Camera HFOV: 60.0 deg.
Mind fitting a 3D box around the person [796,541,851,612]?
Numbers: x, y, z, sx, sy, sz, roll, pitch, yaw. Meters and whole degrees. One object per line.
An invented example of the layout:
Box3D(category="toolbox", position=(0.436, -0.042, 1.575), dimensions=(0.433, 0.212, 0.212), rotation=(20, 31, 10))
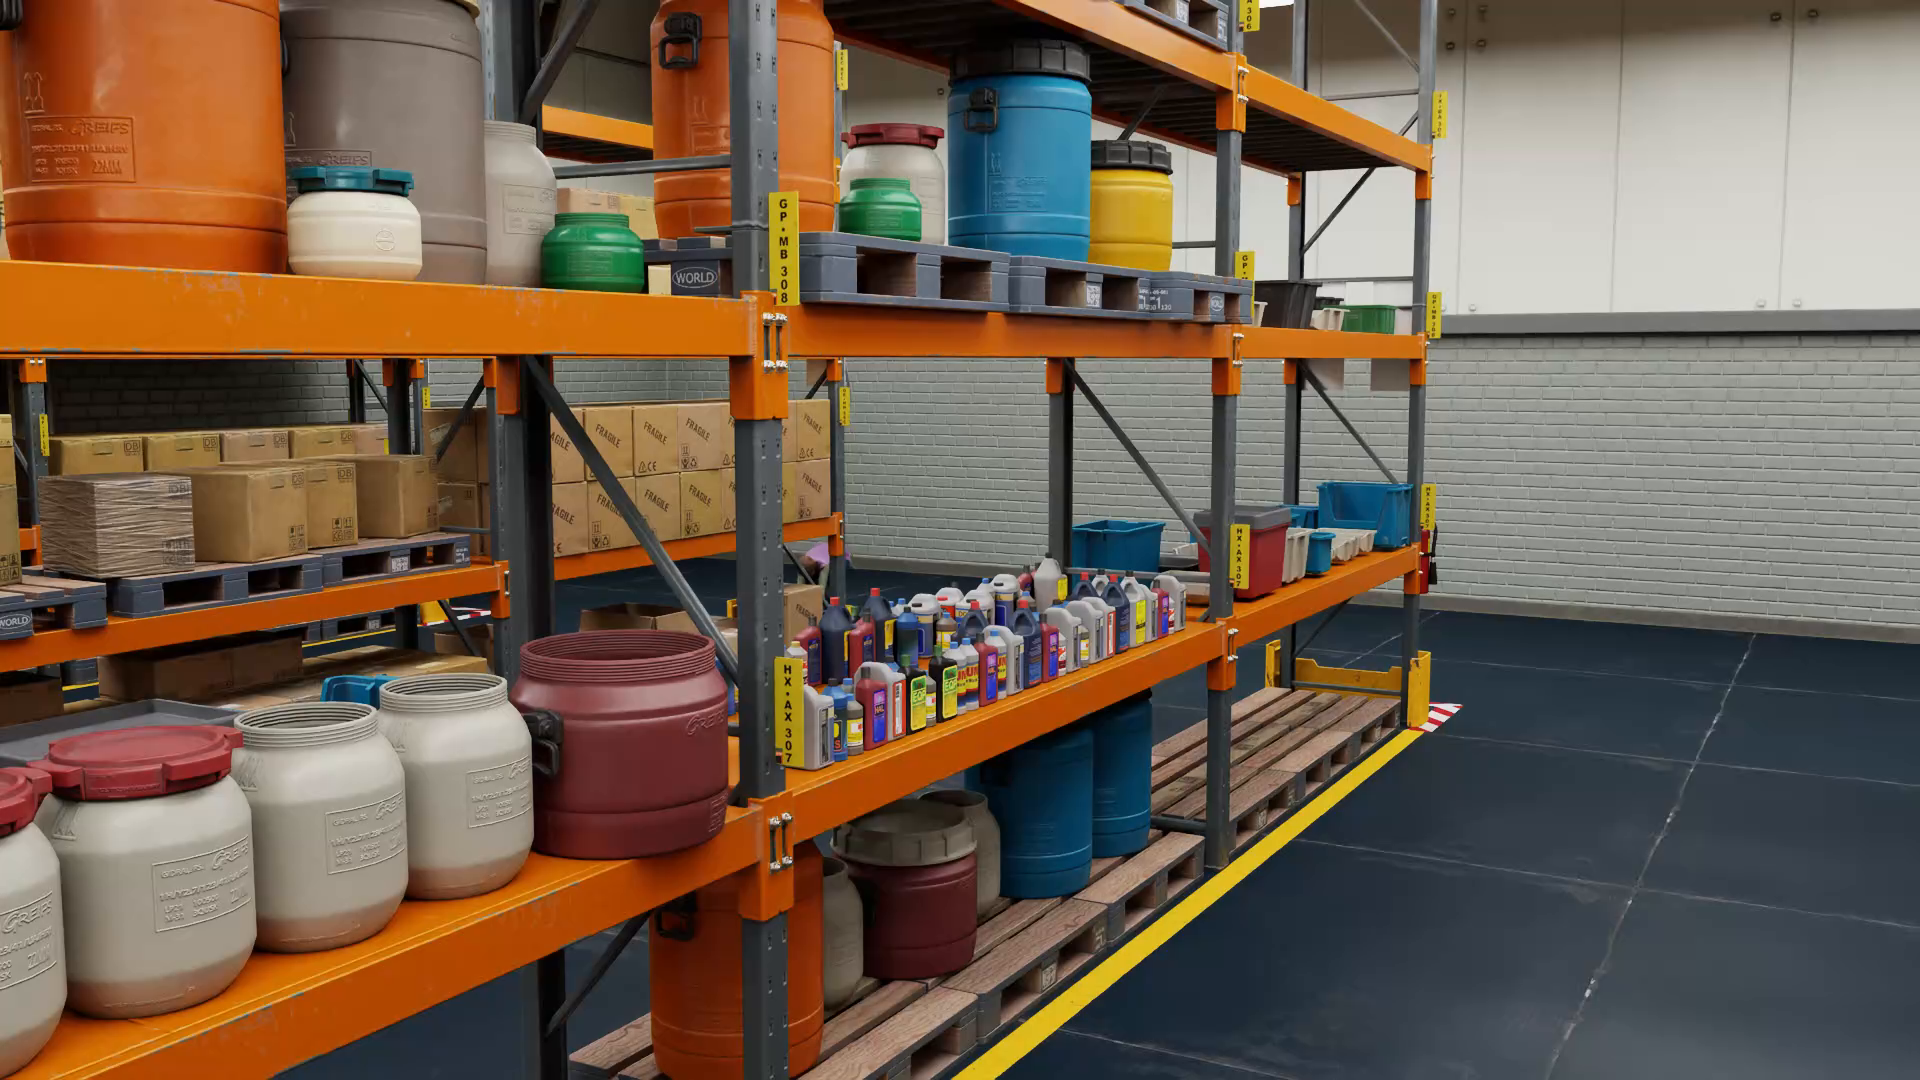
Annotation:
Box3D(category="person", position=(-1.425, 0.418, 17.200), dimensions=(0.430, 0.778, 0.871), rotation=(3, 7, 27))
